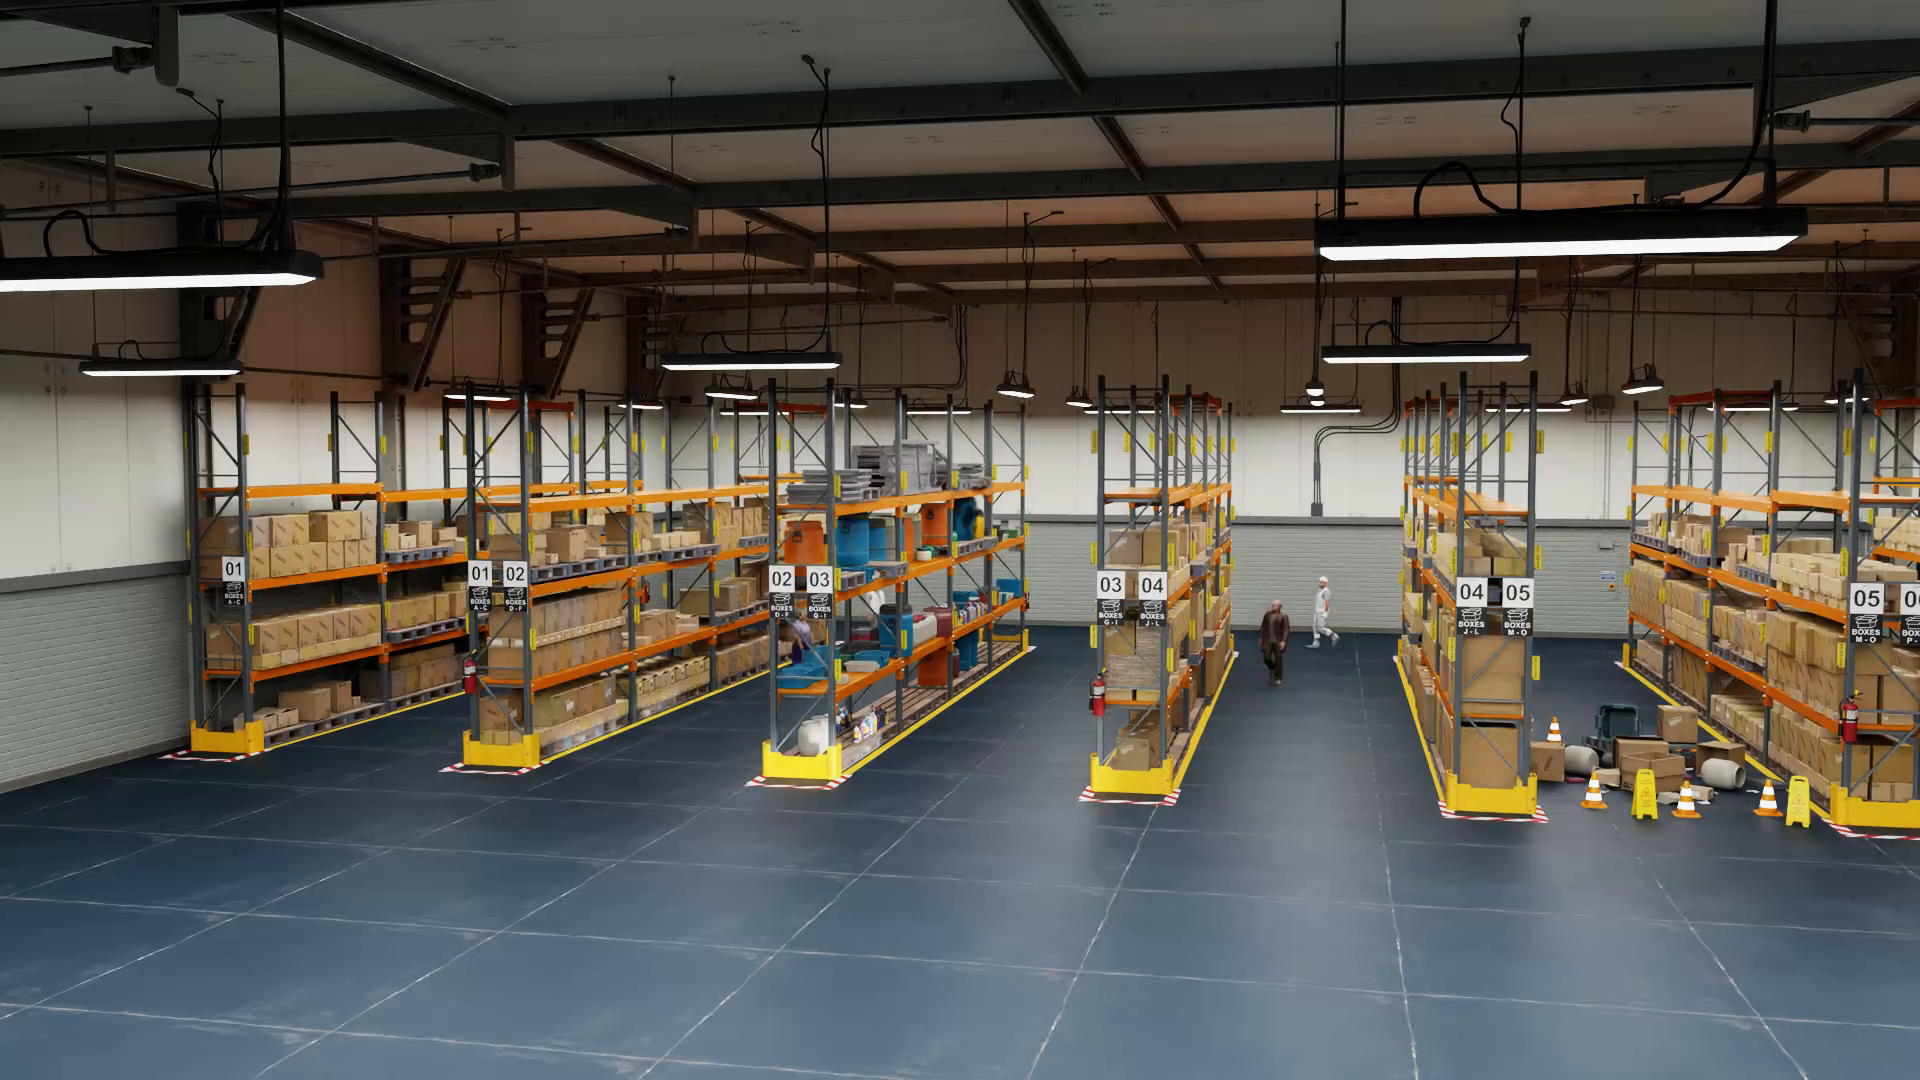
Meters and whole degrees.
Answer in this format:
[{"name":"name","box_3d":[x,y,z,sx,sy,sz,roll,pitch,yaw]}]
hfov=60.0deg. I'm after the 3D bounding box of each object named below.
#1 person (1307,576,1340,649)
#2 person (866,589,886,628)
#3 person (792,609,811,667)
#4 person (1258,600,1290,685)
[{"name":"person","box_3d":[8.894,1.780,40.708,0.755,1.776,0.567,0,3,-1]},{"name":"person","box_3d":[-2.027,1.811,40.487,0.409,1.789,0.559,3,4,42]},{"name":"person","box_3d":[-3.200,2.245,34.048,0.509,1.672,0.658,2,4,27]},{"name":"person","box_3d":[6.567,2.132,34.807,0.663,1.760,0.694,1,3,11]}]
